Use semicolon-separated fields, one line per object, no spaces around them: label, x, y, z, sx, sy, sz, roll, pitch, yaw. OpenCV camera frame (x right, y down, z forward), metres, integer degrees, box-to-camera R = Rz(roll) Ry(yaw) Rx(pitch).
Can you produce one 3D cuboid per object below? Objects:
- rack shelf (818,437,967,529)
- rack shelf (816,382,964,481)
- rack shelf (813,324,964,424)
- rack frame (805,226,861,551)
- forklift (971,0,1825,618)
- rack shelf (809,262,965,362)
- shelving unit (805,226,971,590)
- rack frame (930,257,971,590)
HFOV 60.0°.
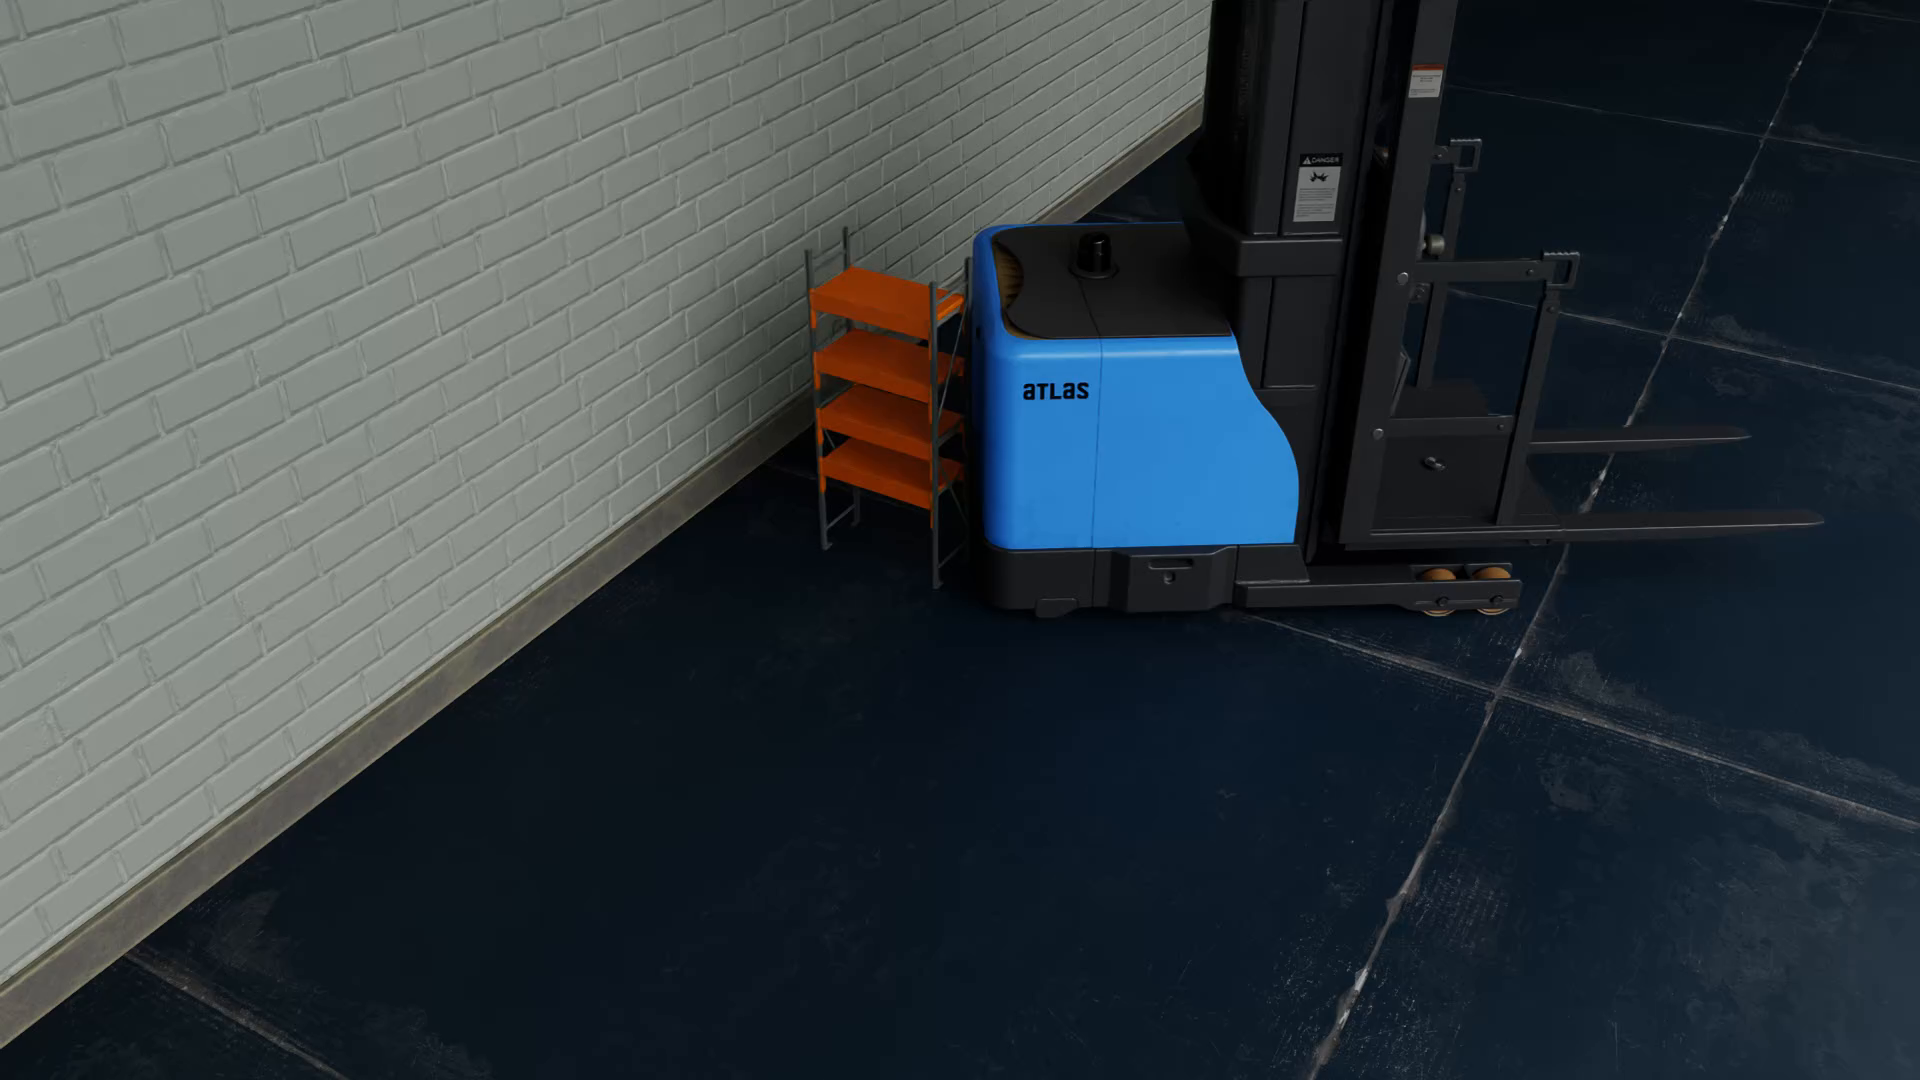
rack shelf;-0.239;-0.227;5.988;0.480;0.148;0.258;18;38;25
rack shelf;-0.239;-0.392;5.878;0.480;0.148;0.258;18;38;25
rack shelf;-0.239;-0.578;5.754;0.480;0.148;0.258;18;38;25
rack frame;-0.448;-0.518;5.945;0.015;1.200;0.240;18;38;25
forklift;1.567;-1.245;5.475;3.031;2.935;1.130;-1;34;-2
rack shelf;-0.239;-0.775;5.622;0.480;0.148;0.258;18;38;25
shelving unit;-0.239;-0.448;5.840;0.503;1.200;0.258;18;38;25
rack frame;-0.030;-0.378;5.736;0.015;1.200;0.240;18;38;25
